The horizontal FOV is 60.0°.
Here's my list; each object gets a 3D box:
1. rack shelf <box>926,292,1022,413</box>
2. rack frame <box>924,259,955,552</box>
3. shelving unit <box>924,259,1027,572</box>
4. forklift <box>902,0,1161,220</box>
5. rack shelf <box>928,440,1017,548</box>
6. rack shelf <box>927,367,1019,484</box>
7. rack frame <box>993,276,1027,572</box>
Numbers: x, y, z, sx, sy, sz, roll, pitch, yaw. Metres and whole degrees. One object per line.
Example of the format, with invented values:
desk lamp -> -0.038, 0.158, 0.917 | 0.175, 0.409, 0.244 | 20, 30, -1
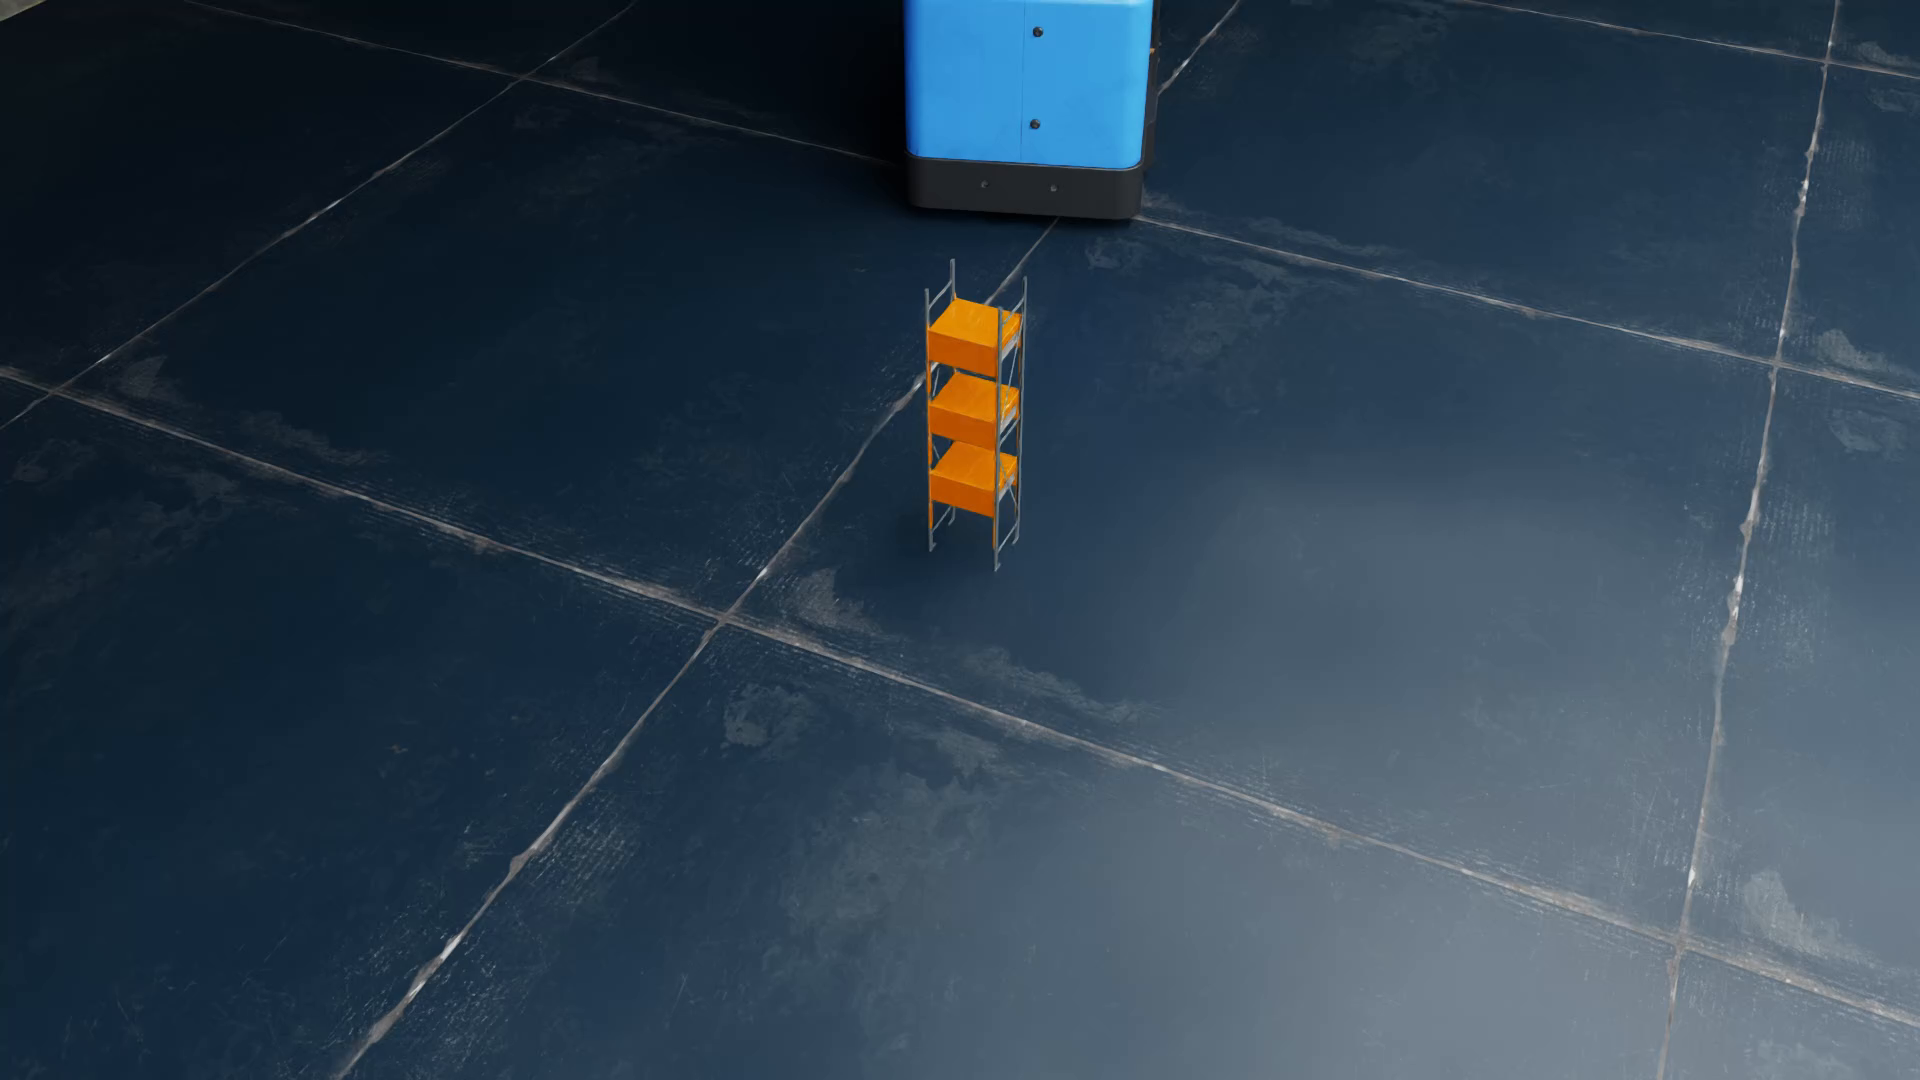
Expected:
rack shelf -> 0.048, -0.588, 5.210 | 0.240, 0.259, 0.215 | 17, 44, 19
rack frame -> -0.062, -0.416, 5.428 | 0.008, 1.050, 0.200 | 17, 44, 19
shelving unit -> 0.048, -0.382, 5.389 | 0.252, 1.050, 0.215 | 17, 44, 19
forklift -> 0.444, -3.468, 7.513 | 1.130, 2.935, 3.031 | 5, 41, 5
rack shelf -> 0.048, -0.164, 5.578 | 0.240, 0.259, 0.215 | 17, 44, 19
rack shelf -> 0.048, -0.374, 5.396 | 0.240, 0.259, 0.215 | 17, 44, 19
rack frame -> 0.159, -0.348, 5.350 | 0.008, 1.050, 0.200 | 17, 44, 19
